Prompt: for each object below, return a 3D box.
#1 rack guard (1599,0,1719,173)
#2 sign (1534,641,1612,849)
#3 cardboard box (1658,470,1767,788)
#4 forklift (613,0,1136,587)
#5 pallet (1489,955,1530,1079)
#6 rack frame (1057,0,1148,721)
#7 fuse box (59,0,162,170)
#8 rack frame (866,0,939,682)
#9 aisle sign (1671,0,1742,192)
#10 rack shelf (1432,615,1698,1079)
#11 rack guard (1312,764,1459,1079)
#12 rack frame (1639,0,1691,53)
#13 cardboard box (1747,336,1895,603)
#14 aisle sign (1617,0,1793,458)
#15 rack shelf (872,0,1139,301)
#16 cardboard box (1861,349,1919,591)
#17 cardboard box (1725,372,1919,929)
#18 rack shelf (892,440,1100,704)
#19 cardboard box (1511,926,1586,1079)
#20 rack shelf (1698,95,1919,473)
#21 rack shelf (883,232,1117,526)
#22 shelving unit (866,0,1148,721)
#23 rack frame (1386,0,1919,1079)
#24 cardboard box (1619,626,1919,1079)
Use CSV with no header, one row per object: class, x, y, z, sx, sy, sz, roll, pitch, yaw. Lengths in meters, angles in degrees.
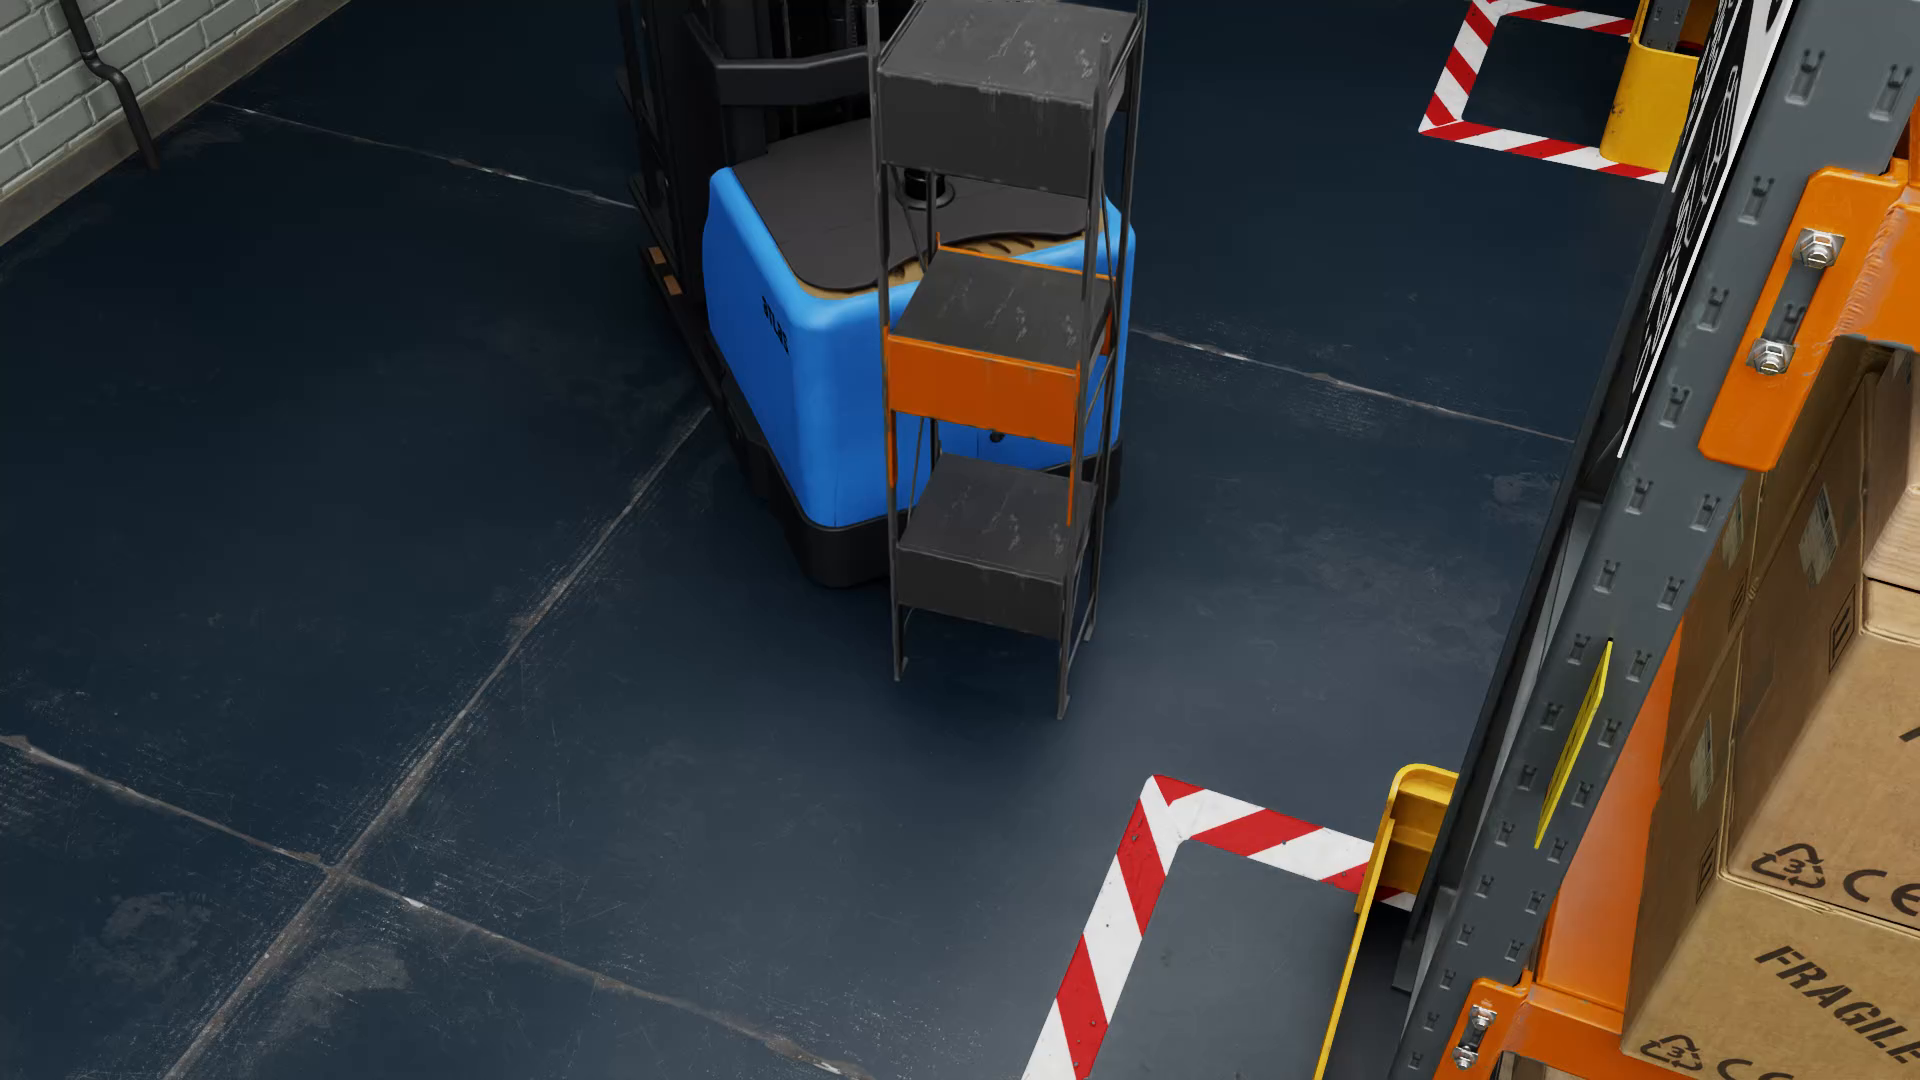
rack guard,2.998,-2.077,6.983,0.348,0.500,1.175,16,47,16
sign,0.801,0.273,2.179,0.005,0.325,0.100,16,47,16
cardboard box,1.568,0.172,2.880,0.500,0.500,0.500,17,47,16
forklift,-0.535,-1.949,5.131,1.130,2.935,3.031,-17,47,-16
pallet,1.789,1.404,3.690,1.213,0.211,1.003,16,47,16
rack frame,0.342,-0.365,4.128,0.015,2.100,0.400,12,46,12
fuse box,-3.249,-2.138,6.186,0.414,1.711,0.539,16,47,16
rack frame,-0.124,-0.467,4.230,0.015,2.100,0.400,12,46,12
aisle sign,1.074,-0.894,2.179,0.004,0.787,0.394,16,47,16
rack shelf,2.866,1.047,2.581,4.000,0.370,1.077,16,47,16
rack guard,0.998,1.128,3.761,0.348,0.500,1.175,16,47,16
rack frame,2.928,-2.983,6.122,0.127,3.000,1.000,16,47,16
cardboard box,1.557,-0.165,2.510,0.500,0.500,0.500,18,48,17
aisle sign,0.843,-0.504,1.786,0.004,0.787,0.394,16,47,16
rack shelf,0.109,-0.902,3.695,0.480,0.518,0.431,12,46,12
cardboard box,1.242,-0.094,1.979,0.250,0.149,0.380,17,47,17
cardboard box,1.354,0.175,2.168,0.500,0.500,0.500,15,47,15
rack shelf,0.109,0.090,4.683,0.480,0.518,0.431,12,46,12
cardboard box,1.668,1.122,3.514,0.875,0.438,0.875,15,47,15
rack shelf,2.866,-0.016,1.523,4.000,0.370,1.077,16,47,16
rack shelf,0.109,-0.406,4.189,0.480,0.518,0.431,12,46,12
shelving unit,0.109,-0.416,4.179,0.503,2.100,0.431,12,46,12
rack frame,1.021,0.249,2.873,0.127,3.000,1.000,16,47,16
cardboard box,1.353,0.531,2.519,0.500,0.500,0.500,16,47,16
